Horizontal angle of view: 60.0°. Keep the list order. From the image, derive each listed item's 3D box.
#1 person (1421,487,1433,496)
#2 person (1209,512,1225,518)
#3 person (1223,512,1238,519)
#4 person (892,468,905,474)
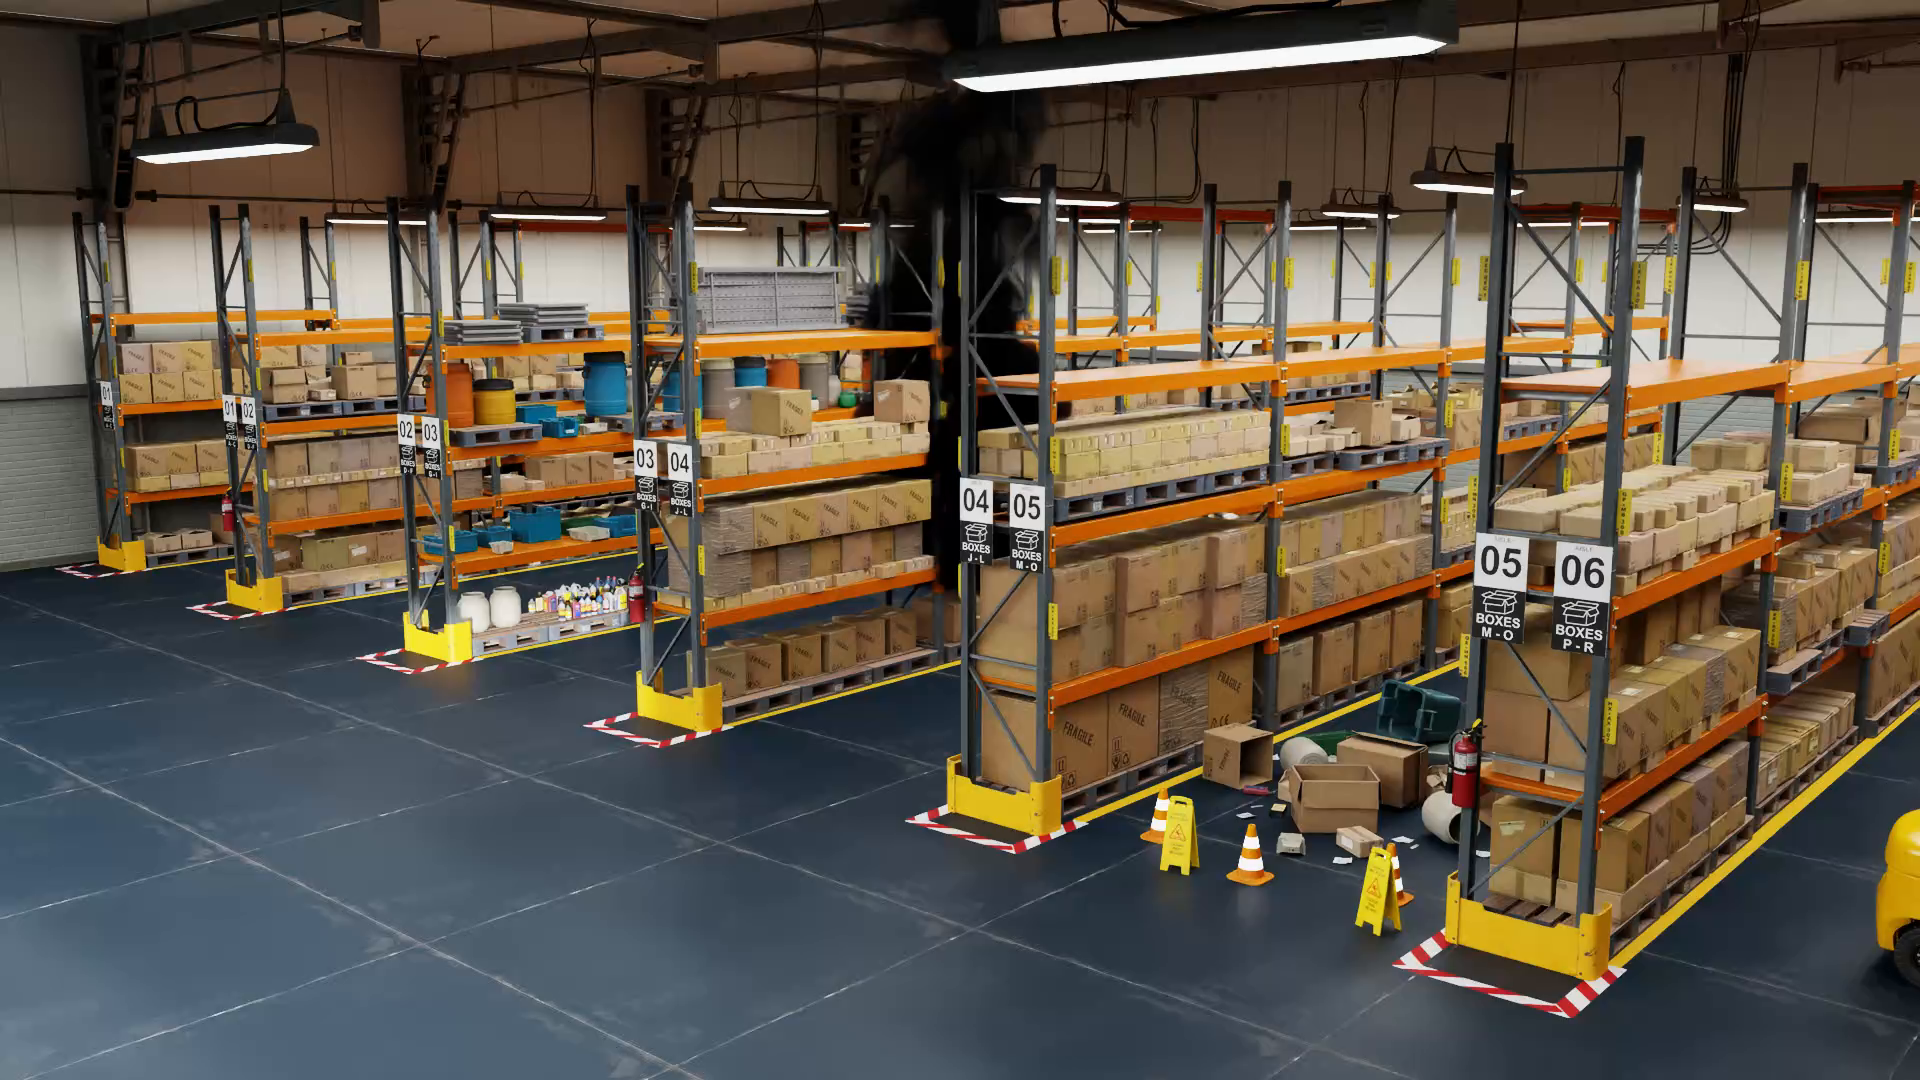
[{"bbox_3d":[7.175,0.050,25.681,0.644,1.752,0.605,9,13,42],"label":"person"},{"bbox_3d":[3.440,0.111,23.602,0.675,1.765,0.805,7,12,37],"label":"person"},{"bbox_3d":[3.349,0.543,21.038,0.692,1.802,0.658,5,11,29],"label":"person"},{"bbox_3d":[-1.192,-1.147,32.676,0.545,1.548,0.723,6,11,31],"label":"person"}]
